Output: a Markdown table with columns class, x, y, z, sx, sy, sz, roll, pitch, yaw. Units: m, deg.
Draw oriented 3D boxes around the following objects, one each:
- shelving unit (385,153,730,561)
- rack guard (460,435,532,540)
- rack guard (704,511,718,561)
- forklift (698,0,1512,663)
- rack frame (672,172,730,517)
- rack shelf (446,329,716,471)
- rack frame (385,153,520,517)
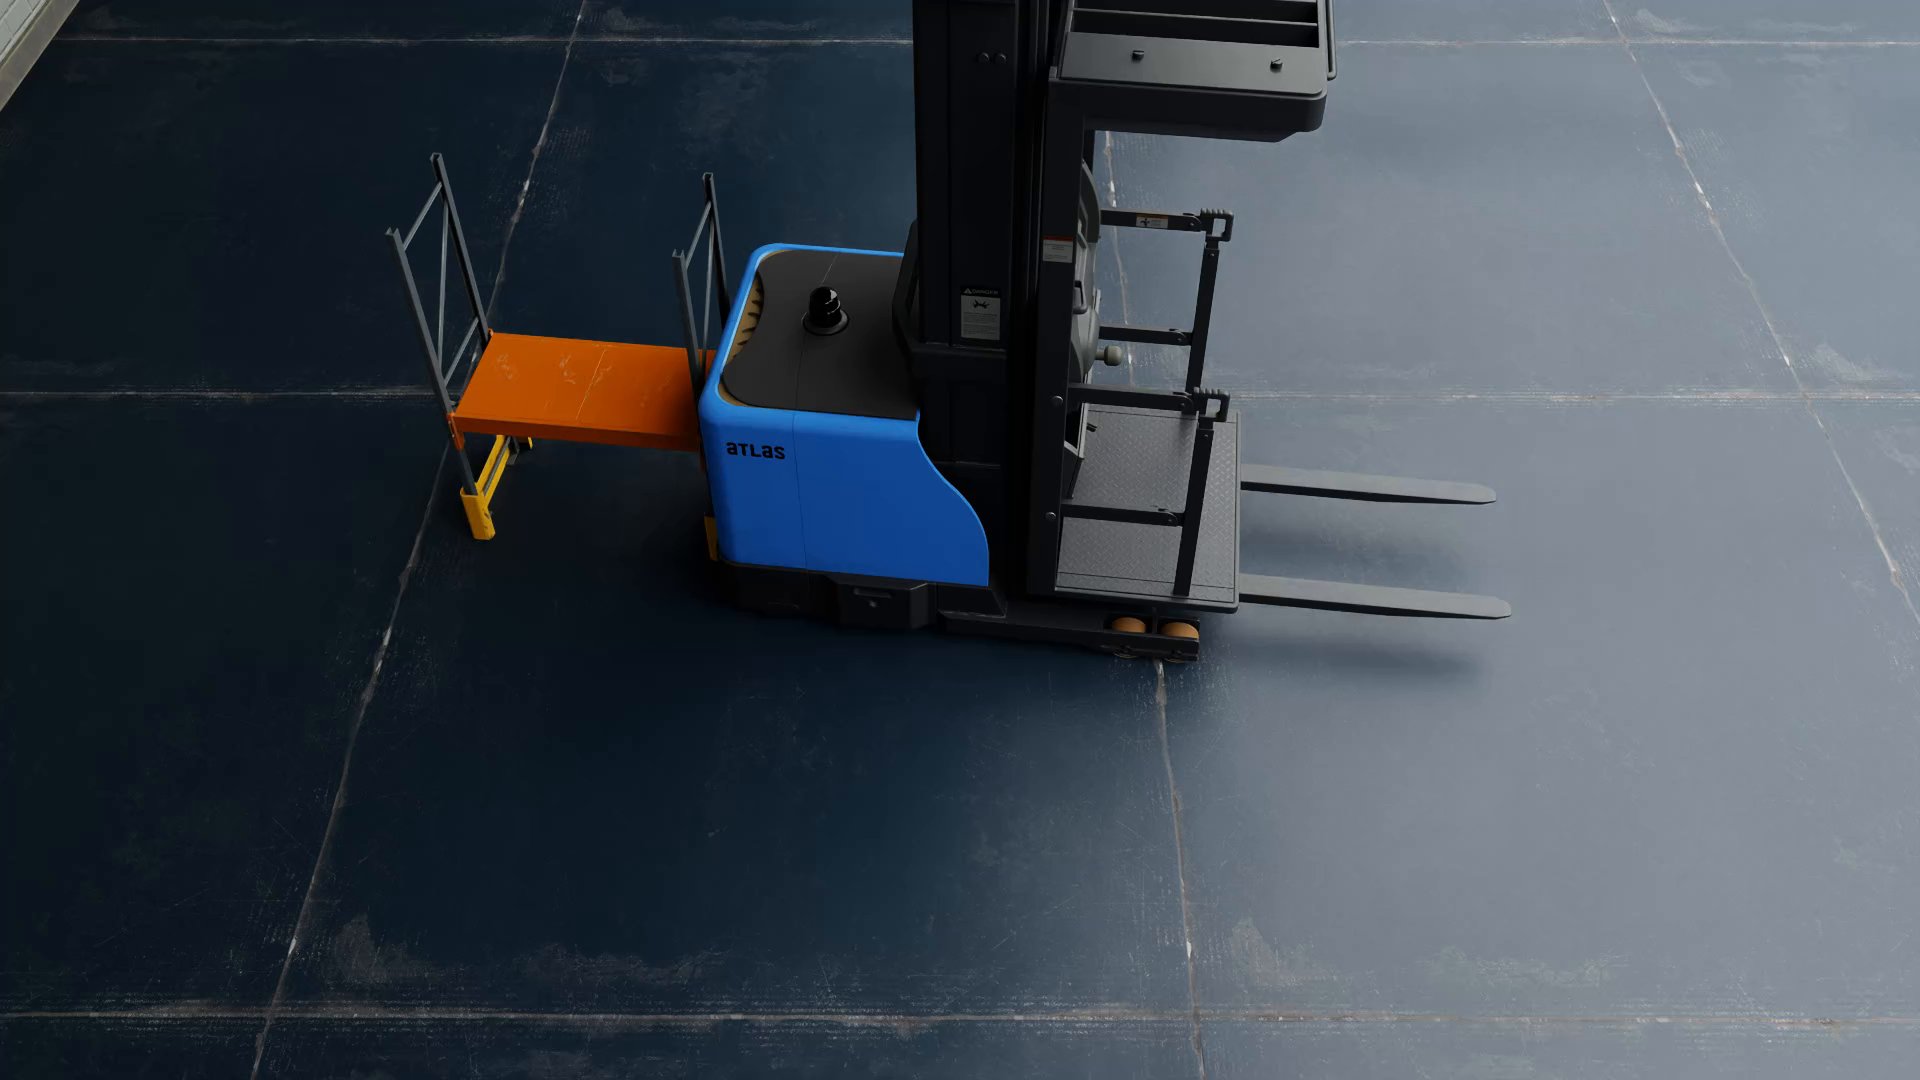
| class | x | y | z | sx | sy | sz | roll | pitch | yaw |
| --- | --- | --- | --- | --- | --- | --- | --- | --- | --- |
| shelving unit | -1.436 | -0.682 | 6.441 | 1.083 | 1.500 | 0.587 | 5 | 47 | 5 |
| rack guard | -1.930 | -0.300 | 6.939 | 0.087 | 0.250 | 0.587 | 5 | 47 | 5 |
| rack guard | -0.941 | -0.211 | 6.857 | 0.087 | 0.250 | 0.587 | 5 | 47 | 5 |
| forklift | 0.618 | -0.942 | 5.705 | 3.031 | 2.935 | 1.130 | 5 | 47 | 5 |
| rack frame | -0.940 | -0.637 | 6.399 | 0.032 | 1.500 | 0.500 | 5 | 47 | 5 |
| rack shelf | -1.445 | -0.560 | 6.573 | 1.000 | 0.185 | 0.538 | 5 | 47 | 5 |
| rack frame | -1.949 | -0.728 | 6.484 | 0.032 | 1.500 | 0.500 | 5 | 47 | 5 |
